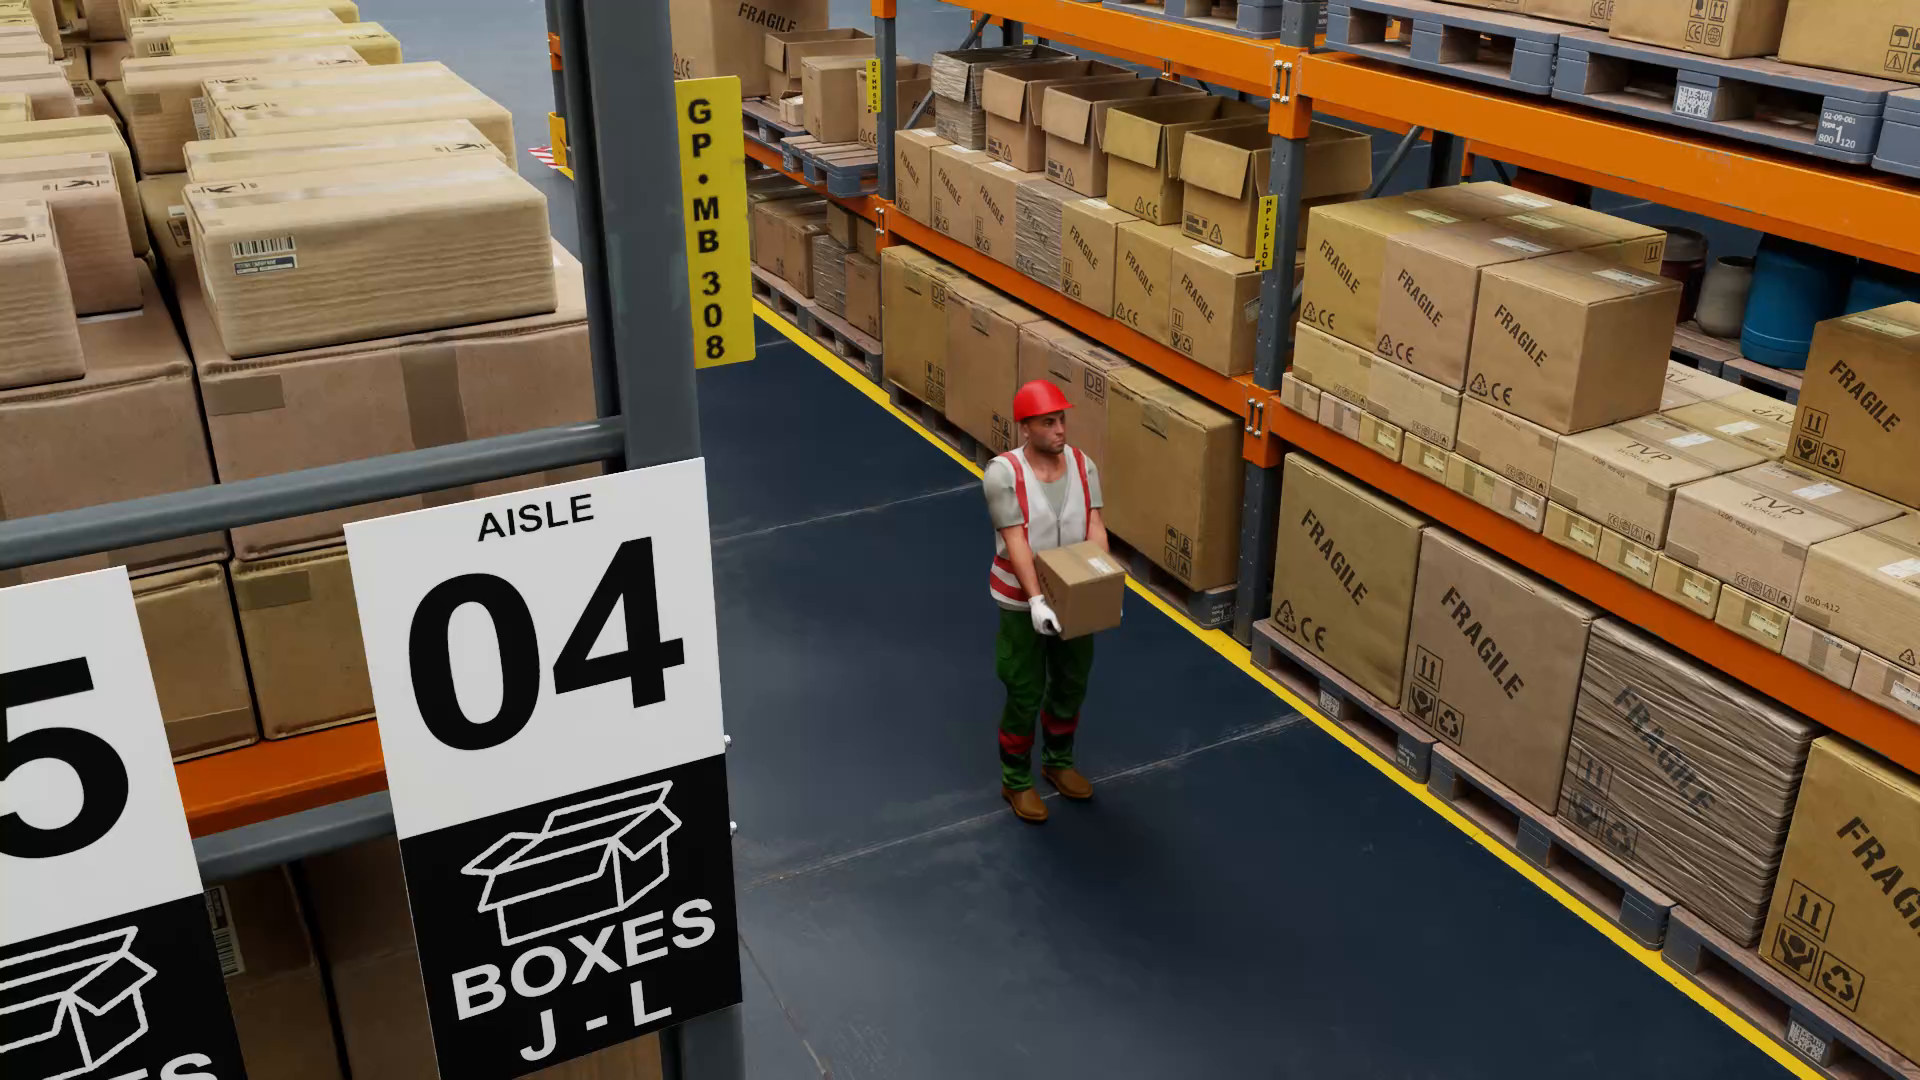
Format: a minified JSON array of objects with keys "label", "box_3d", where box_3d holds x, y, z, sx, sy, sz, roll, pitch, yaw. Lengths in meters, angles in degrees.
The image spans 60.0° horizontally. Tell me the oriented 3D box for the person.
[{"label":"person","box_3d":[0.376,0.269,6.521,0.493,1.781,0.563,-13,28,-25]}]
